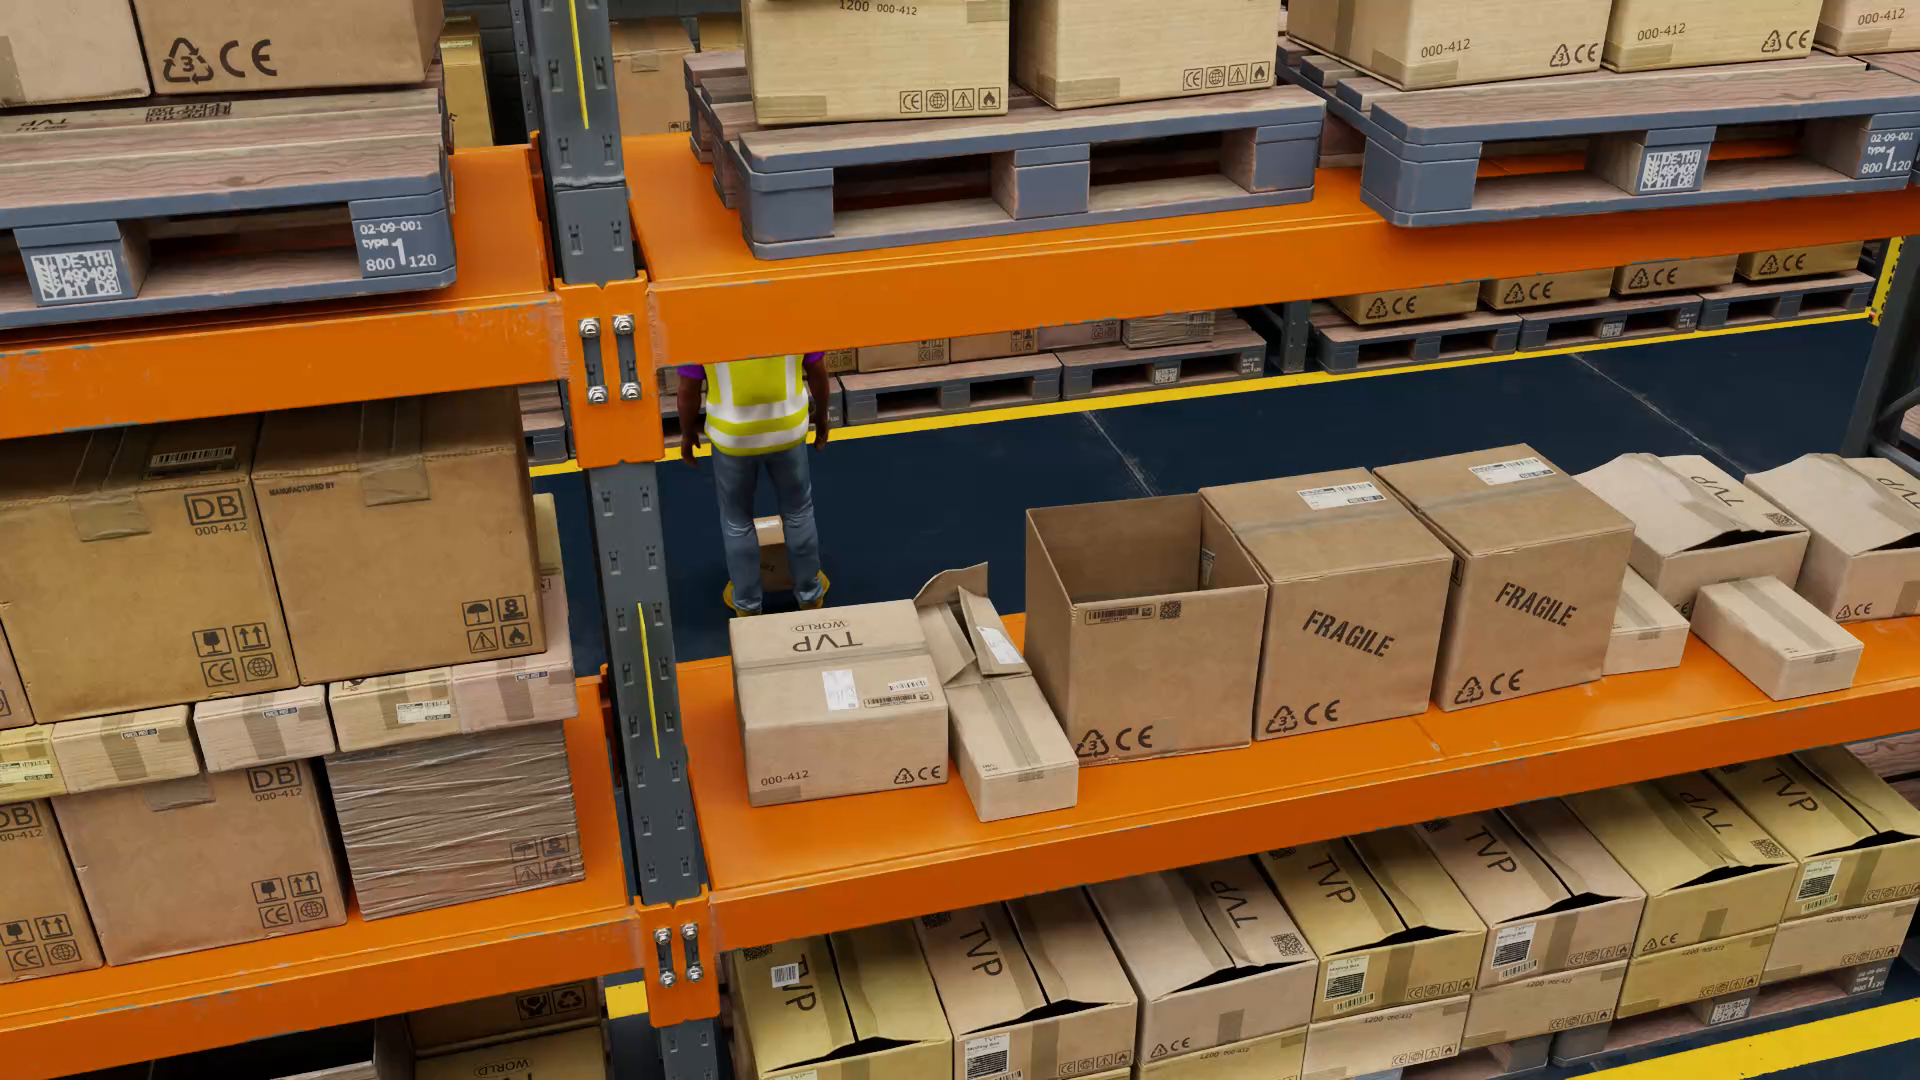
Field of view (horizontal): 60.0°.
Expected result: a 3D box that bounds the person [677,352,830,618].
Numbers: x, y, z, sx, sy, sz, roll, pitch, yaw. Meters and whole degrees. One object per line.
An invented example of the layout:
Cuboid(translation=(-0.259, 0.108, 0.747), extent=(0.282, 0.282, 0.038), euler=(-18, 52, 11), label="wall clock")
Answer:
Cuboid(translation=(-0.850, -0.473, 6.927), extent=(0.638, 1.761, 0.457), euler=(-8, 31, -14), label="person")
